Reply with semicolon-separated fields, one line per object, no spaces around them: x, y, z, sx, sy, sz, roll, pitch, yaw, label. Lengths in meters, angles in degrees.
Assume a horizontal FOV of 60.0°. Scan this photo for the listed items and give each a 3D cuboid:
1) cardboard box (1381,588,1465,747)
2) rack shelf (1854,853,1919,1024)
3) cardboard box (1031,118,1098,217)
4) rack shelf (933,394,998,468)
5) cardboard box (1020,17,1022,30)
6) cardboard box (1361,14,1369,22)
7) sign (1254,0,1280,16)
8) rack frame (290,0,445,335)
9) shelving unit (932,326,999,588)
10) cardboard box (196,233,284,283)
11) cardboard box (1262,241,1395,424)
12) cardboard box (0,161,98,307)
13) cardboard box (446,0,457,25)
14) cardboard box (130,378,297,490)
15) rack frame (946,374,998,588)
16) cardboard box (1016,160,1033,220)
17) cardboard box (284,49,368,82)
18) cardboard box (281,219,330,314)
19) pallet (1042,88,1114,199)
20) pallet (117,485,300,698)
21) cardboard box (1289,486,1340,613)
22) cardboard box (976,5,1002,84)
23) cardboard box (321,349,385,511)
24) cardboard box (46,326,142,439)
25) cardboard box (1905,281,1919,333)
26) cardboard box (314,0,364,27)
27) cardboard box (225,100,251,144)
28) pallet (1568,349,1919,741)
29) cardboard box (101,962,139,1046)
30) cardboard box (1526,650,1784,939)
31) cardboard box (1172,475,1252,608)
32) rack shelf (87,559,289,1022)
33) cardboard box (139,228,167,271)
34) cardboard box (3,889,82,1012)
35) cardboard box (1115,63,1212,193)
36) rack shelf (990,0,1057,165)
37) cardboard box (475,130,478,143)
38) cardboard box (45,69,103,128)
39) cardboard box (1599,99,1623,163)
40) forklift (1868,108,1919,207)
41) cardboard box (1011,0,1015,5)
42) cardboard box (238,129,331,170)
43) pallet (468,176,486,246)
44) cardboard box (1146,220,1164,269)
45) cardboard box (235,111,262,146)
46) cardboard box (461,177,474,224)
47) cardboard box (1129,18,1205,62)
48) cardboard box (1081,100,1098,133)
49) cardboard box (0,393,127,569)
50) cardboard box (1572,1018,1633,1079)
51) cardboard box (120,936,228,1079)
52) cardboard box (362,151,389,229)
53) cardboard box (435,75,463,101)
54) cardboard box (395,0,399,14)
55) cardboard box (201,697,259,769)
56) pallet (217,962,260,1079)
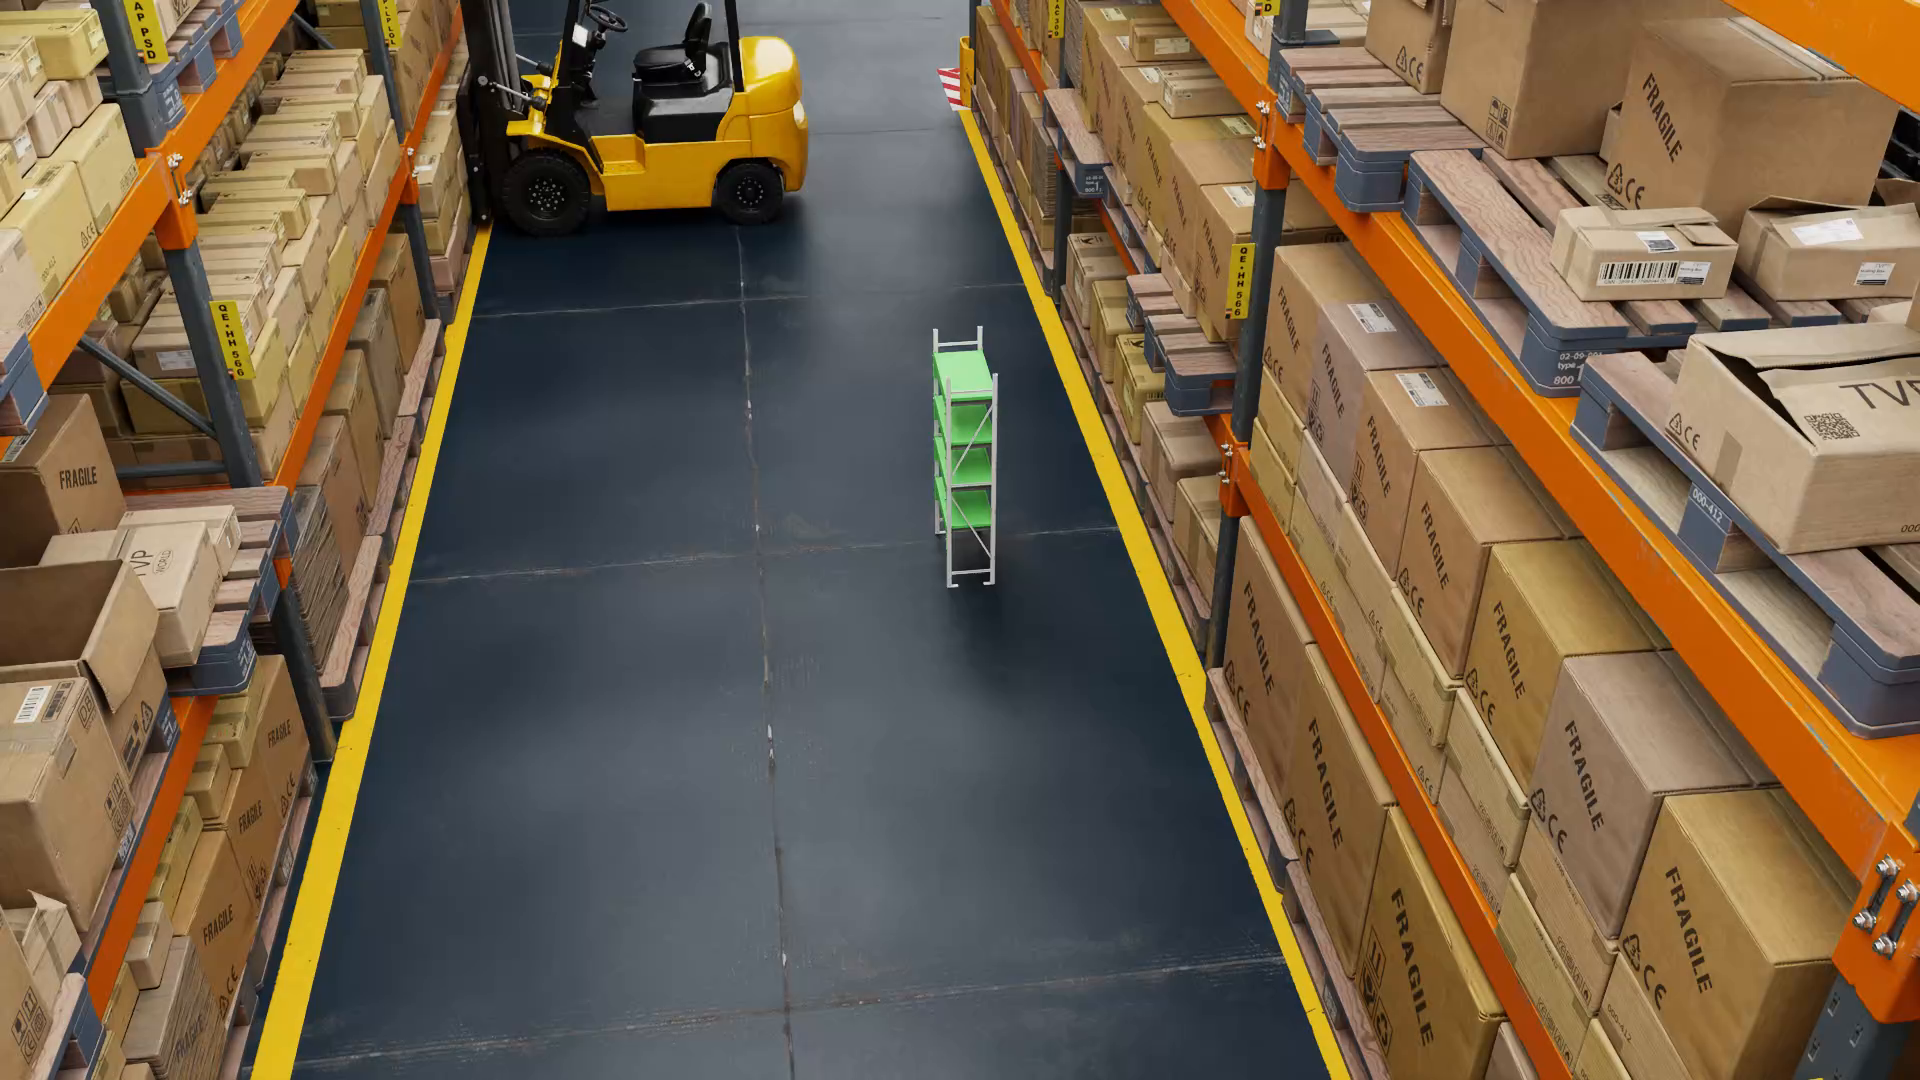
1.659;0.377;5.223;0.500;0.250;0.500;-4;34;-6;cardboard box
2.464;1.774;1.458;1.077;0.370;4.000;-4;35;-6;rack shelf
0.774;-2.521;11.188;0.500;0.500;0.500;-5;35;-7;cardboard box
0.022;-0.549;8.177;0.258;0.148;0.480;-4;35;-6;rack shelf
0.629;-3.628;11.633;0.380;0.149;0.250;-5;35;-7;cardboard box
1.783;-1.956;6.516;0.380;0.149;0.250;-4;35;-6;cardboard box
1.119;-2.045;5.965;0.100;0.325;0.005;-4;35;-6;sign
-3.799;-2.486;9.734;1.000;3.000;0.127;-4;35;-6;rack frame
0.022;-0.403;8.277;0.258;1.200;0.503;-4;35;-6;shelving unit
-3.157;-1.199;7.180;0.380;0.149;0.250;-4;34;-6;cardboard box
1.481;-0.793;6.273;0.500;0.500;0.500;-5;35;-8;cardboard box
-2.883;-0.883;4.851;0.500;0.250;0.500;-4;35;-6;cardboard box
-3.880;-3.928;11.762;0.500;0.500;0.500;-5;35;-7;cardboard box
-3.078;-0.458;6.892;0.500;0.250;0.500;-4;35;-6;cardboard box
0.055;-0.267;8.077;0.240;1.200;0.015;-4;35;-6;rack frame
0.692;-2.507;11.834;0.500;0.250;0.500;-5;35;-8;cardboard box
-3.533;-2.621;9.268;0.380;0.149;0.250;-3;34;-5;cardboard box
-3.197;-1.237;7.591;0.500;0.250;0.500;-5;35;-8;cardboard box
1.078;-2.347;9.701;1.003;0.211;1.213;-4;35;-6;pallet
-3.100;0.198;5.966;1.213;0.211;1.003;-4;35;-6;pallet
1.560;0.008;6.209;0.500;0.250;0.500;-5;35;-8;cardboard box
0.420;-3.959;13.298;0.500;0.500;0.500;-5;35;-8;cardboard box
-3.518;-0.535;8.607;0.875;0.625;0.625;-6;35;-8;cardboard box
-3.597;-0.628;6.697;0.500;0.250;0.500;-4;34;-5;cardboard box
2.364;-0.368;3.501;0.500;0.500;0.500;-5;35;-7;cardboard box
-3.548;-3.119;9.734;0.380;0.149;0.250;-4;34;-5;cardboard box
-3.892;-2.149;8.575;0.380;0.149;0.250;-5;35;-7;cardboard box
2.023;-0.068;3.692;0.805;0.209;1.217;-6;35;-8;pallet
-2.810;1.477;5.190;0.380;0.149;0.250;-4;35;-6;cardboard box
1.809;0.627;4.189;0.500;0.500;0.500;-4;34;-5;cardboard box
1.591;-0.035;8.099;0.950;0.372;0.625;-7;35;-10;cardboard box
-2.992;1.160;5.024;1.077;0.370;4.000;-4;35;-6;rack shelf
-3.686;-1.299;7.328;0.380;0.149;0.250;-5;35;-7;cardboard box
-2.529;1.056;4.283;0.396;0.266;0.258;-3;34;-4;cardboard box
1.099;-2.076;8.407;0.500;0.500;0.500;-6;35;-8;cardboard box
0.850;-3.683;12.129;1.077;0.370;4.000;-4;35;-6;rack shelf
-3.751;-2.867;11.919;0.500;0.250;0.500;-4;35;-7;cardboard box
-2.975;-1.416;5.280;0.380;0.149;0.250;-4;34;-5;cardboard box
2.189;-1.247;4.999;0.396;0.266;0.258;-5;35;-8;cardboard box
3.548;-0.477;6.847;1.130;2.935;3.031;-3;34;-5;forklift
0.589;-4.119;11.777;0.500;0.500;0.500;-5;35;-7;cardboard box
-3.332;-1.911;8.225;0.380;0.149;0.250;-4;34;-6;cardboard box
-4.032;-2.463;12.176;1.003;0.211;1.213;-4;35;-6;pallet
1.117;-1.442;8.052;0.380;0.149;0.250;-4;34;-6;cardboard box
-3.927;-2.047;8.779;0.500;0.250;0.500;-5;35;-7;cardboard box
-3.704;-2.386;11.656;0.500;0.250;0.500;-4;34;-6;cardboard box
1.080;-2.582;8.573;0.380;0.149;0.250;-3;34;-4;cardboard box
0.905;-2.461;9.548;0.380;0.149;0.250;-4;34;-5;cardboard box
-3.346;-0.170;5.873;0.500;0.500;0.500;-3;34;-4;cardboard box
1.885;1.431;4.120;0.500;0.250;0.500;-5;35;-8;cardboard box
-2.773;1.686;5.460;0.500;0.500;0.500;-6;35;-8;cardboard box
-3.399;-1.882;8.982;0.500;0.250;0.500;-5;35;-7;cardboard box
-3.753;-3.086;11.796;0.500;0.250;0.500;-5;35;-7;cardboard box
-3.680;-3.281;10.236;0.380;0.149;0.250;-4;35;-6;cardboard box
-2.876;0.744;6.265;0.380;0.149;0.250;-6;35;-9;cardboard box
-3.037;1.997;5.632;1.003;0.211;1.213;-4;35;-6;pallet
